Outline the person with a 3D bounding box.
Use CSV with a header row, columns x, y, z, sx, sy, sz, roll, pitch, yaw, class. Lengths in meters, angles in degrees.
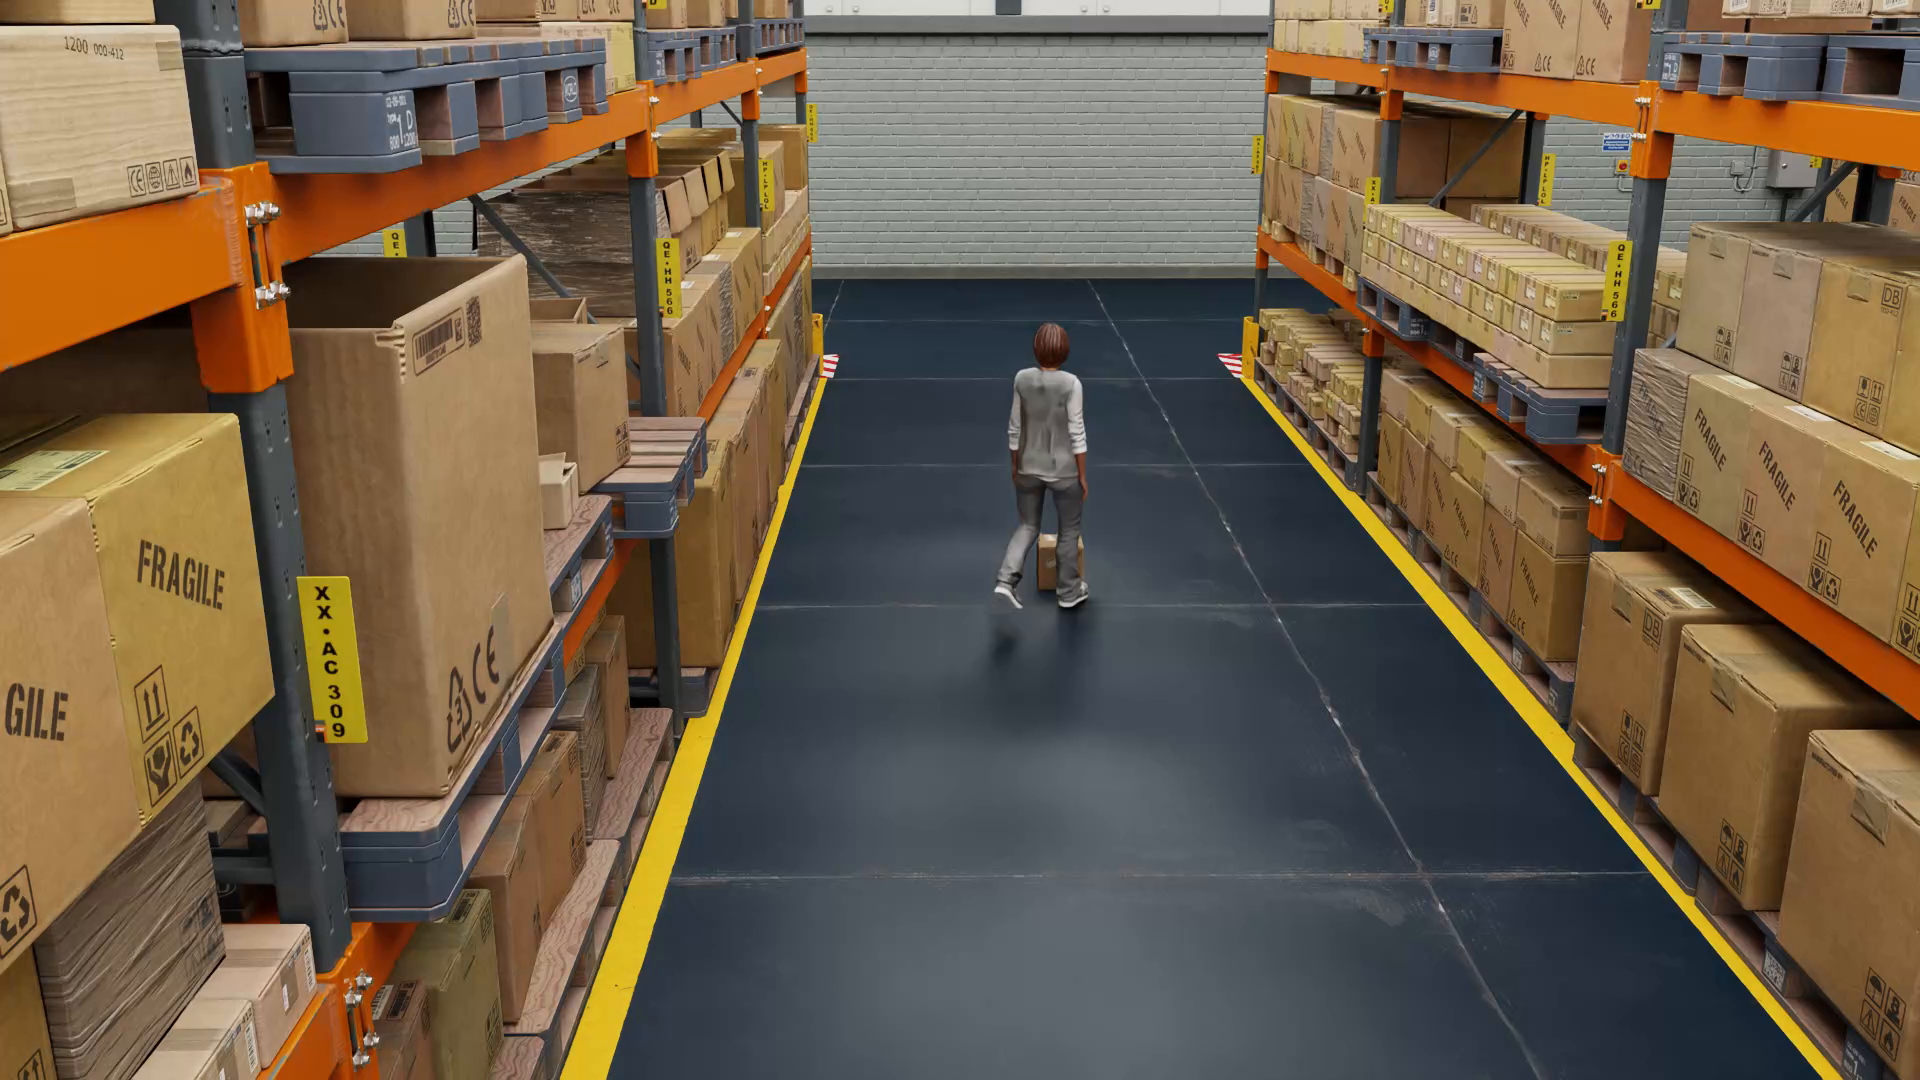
x,y,z,sx,sy,sz,roll,pitch,yaw,class
0.465,-0.361,8.685,0.439,1.567,0.742,7,19,22,person
